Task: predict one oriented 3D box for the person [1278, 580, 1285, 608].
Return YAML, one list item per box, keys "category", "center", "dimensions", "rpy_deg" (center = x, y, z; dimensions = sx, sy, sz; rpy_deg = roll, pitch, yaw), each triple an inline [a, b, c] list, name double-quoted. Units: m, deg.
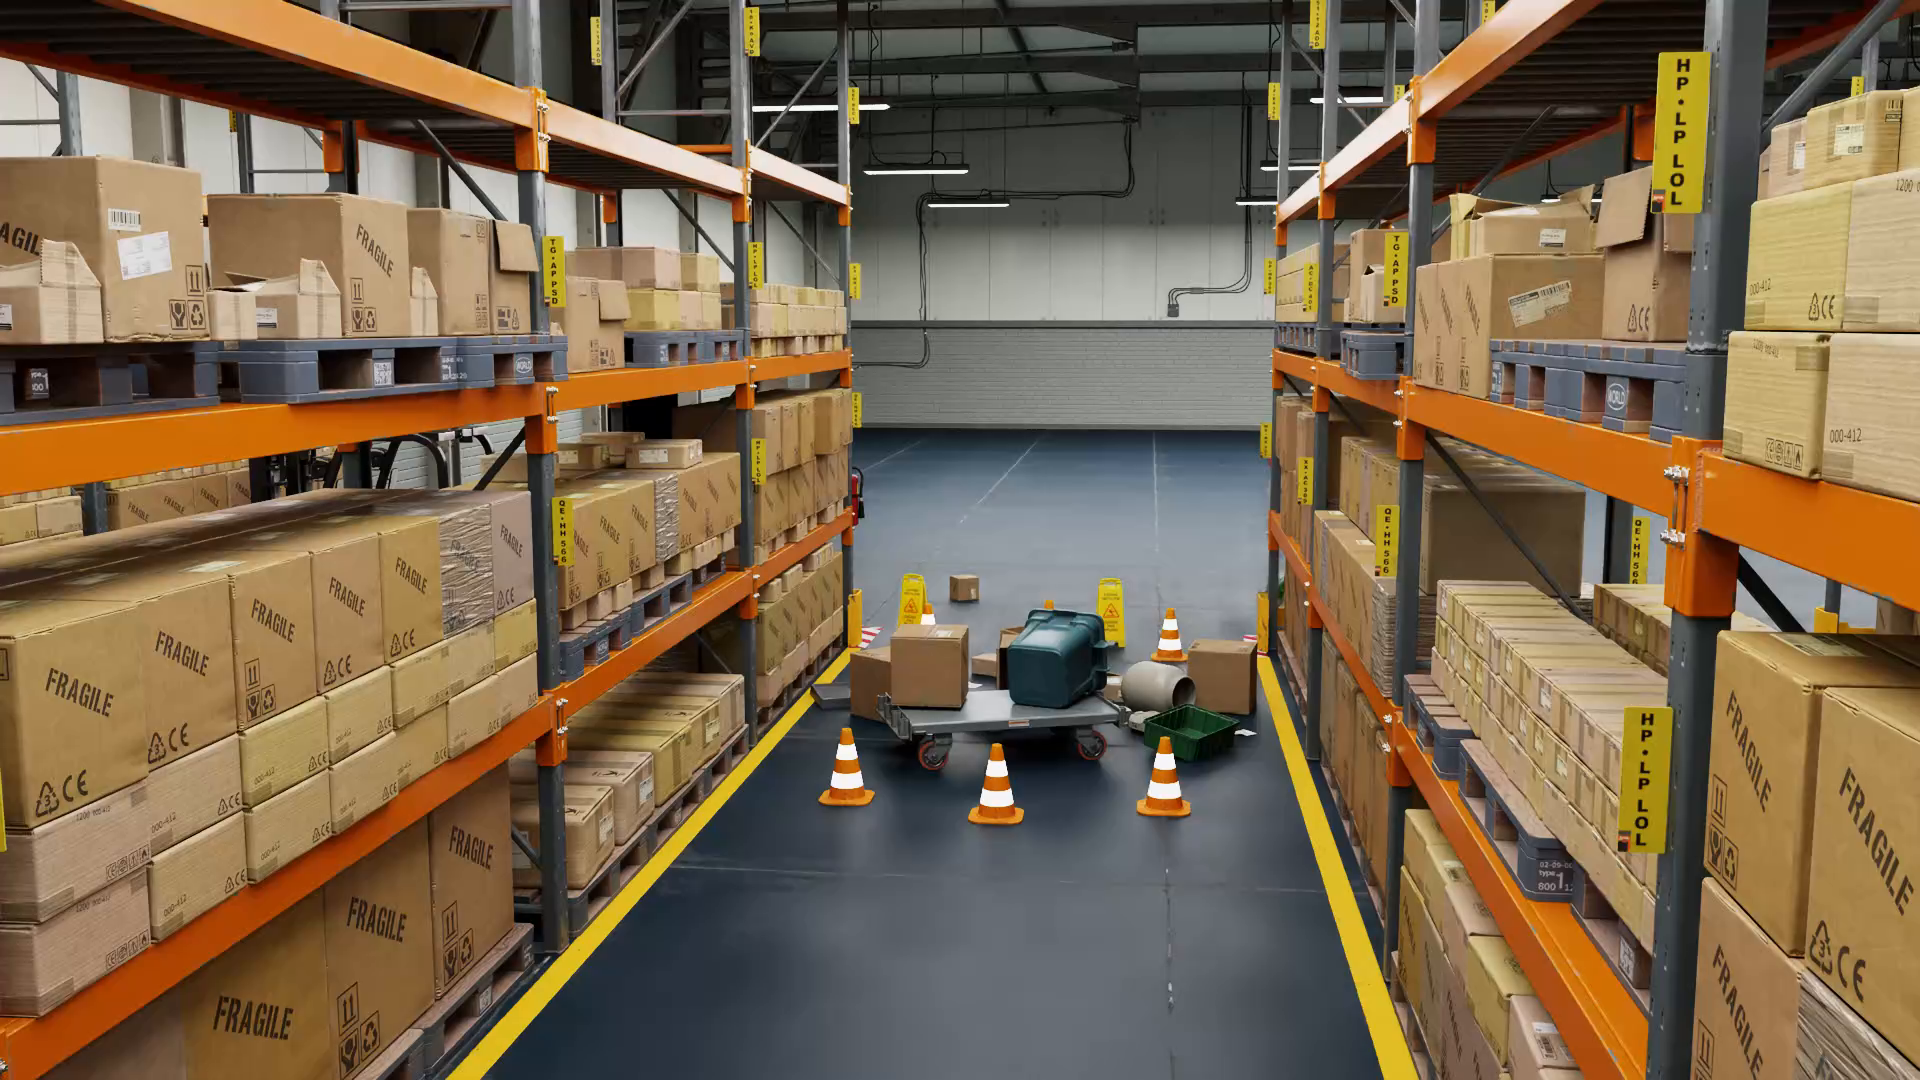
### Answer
- category: "person"
  center: [3.407, -0.034, 16.791]
  dimensions: [0.586, 1.781, 0.529]
  rpy_deg: [2, 8, 17]
